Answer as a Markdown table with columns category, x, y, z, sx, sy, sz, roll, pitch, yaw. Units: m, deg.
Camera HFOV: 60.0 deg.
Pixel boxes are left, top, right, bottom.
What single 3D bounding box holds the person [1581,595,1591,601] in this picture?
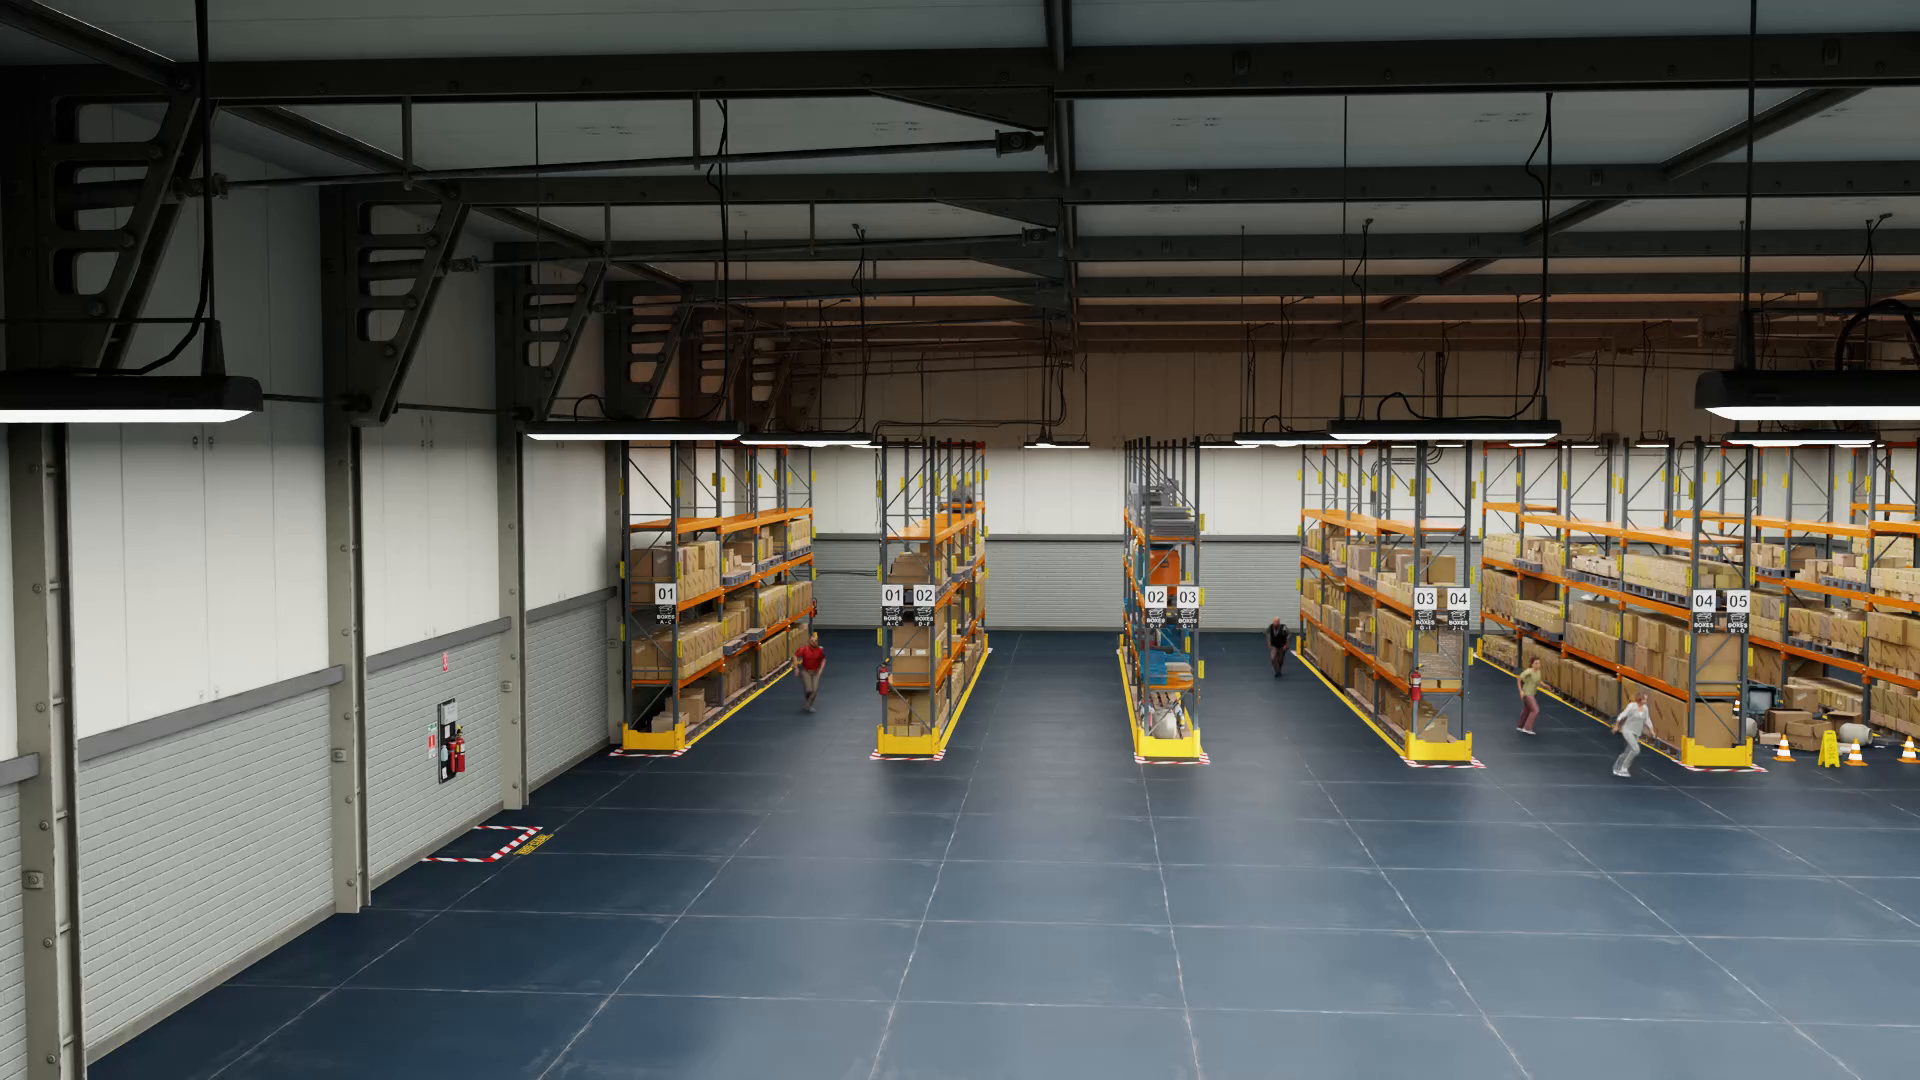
| category | x | y | z | sx | sy | sz | roll | pitch | yaw |
| --- | --- | --- | --- | --- | --- | --- | --- | --- | --- |
| person | 17.514 | 2.401 | 46.233 | 0.802 | 1.754 | 0.726 | 1 | 3 | 12 |

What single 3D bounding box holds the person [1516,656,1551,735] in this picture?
| category | x | y | z | sx | sy | sz | roll | pitch | yaw |
| --- | --- | --- | --- | --- | --- | --- | --- | --- | --- |
| person | 11.568 | 3.149 | 33.667 | 0.758 | 1.626 | 0.595 | 3 | 4 | 42 |

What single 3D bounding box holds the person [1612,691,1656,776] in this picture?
| category | x | y | z | sx | sy | sz | roll | pitch | yaw |
| --- | --- | --- | --- | --- | --- | --- | --- | --- | --- |
| person | 11.789 | 3.397 | 29.053 | 0.462 | 1.521 | 0.750 | -1 | 3 | -24 |

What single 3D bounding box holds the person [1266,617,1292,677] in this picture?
| category | x | y | z | sx | sy | sz | roll | pitch | yaw |
| --- | --- | --- | --- | --- | --- | --- | --- | --- | --- |
| person | 8.112 | 2.696 | 42.230 | 0.662 | 1.548 | 0.971 | 1 | 3 | 20 |

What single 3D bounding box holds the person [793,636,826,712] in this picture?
| category | x | y | z | sx | sy | sz | roll | pitch | yaw |
| --- | --- | --- | --- | --- | --- | --- | --- | --- | --- |
| person | -3.305 | 2.940 | 36.470 | 0.696 | 1.683 | 0.553 | -1 | 3 | -19 |
